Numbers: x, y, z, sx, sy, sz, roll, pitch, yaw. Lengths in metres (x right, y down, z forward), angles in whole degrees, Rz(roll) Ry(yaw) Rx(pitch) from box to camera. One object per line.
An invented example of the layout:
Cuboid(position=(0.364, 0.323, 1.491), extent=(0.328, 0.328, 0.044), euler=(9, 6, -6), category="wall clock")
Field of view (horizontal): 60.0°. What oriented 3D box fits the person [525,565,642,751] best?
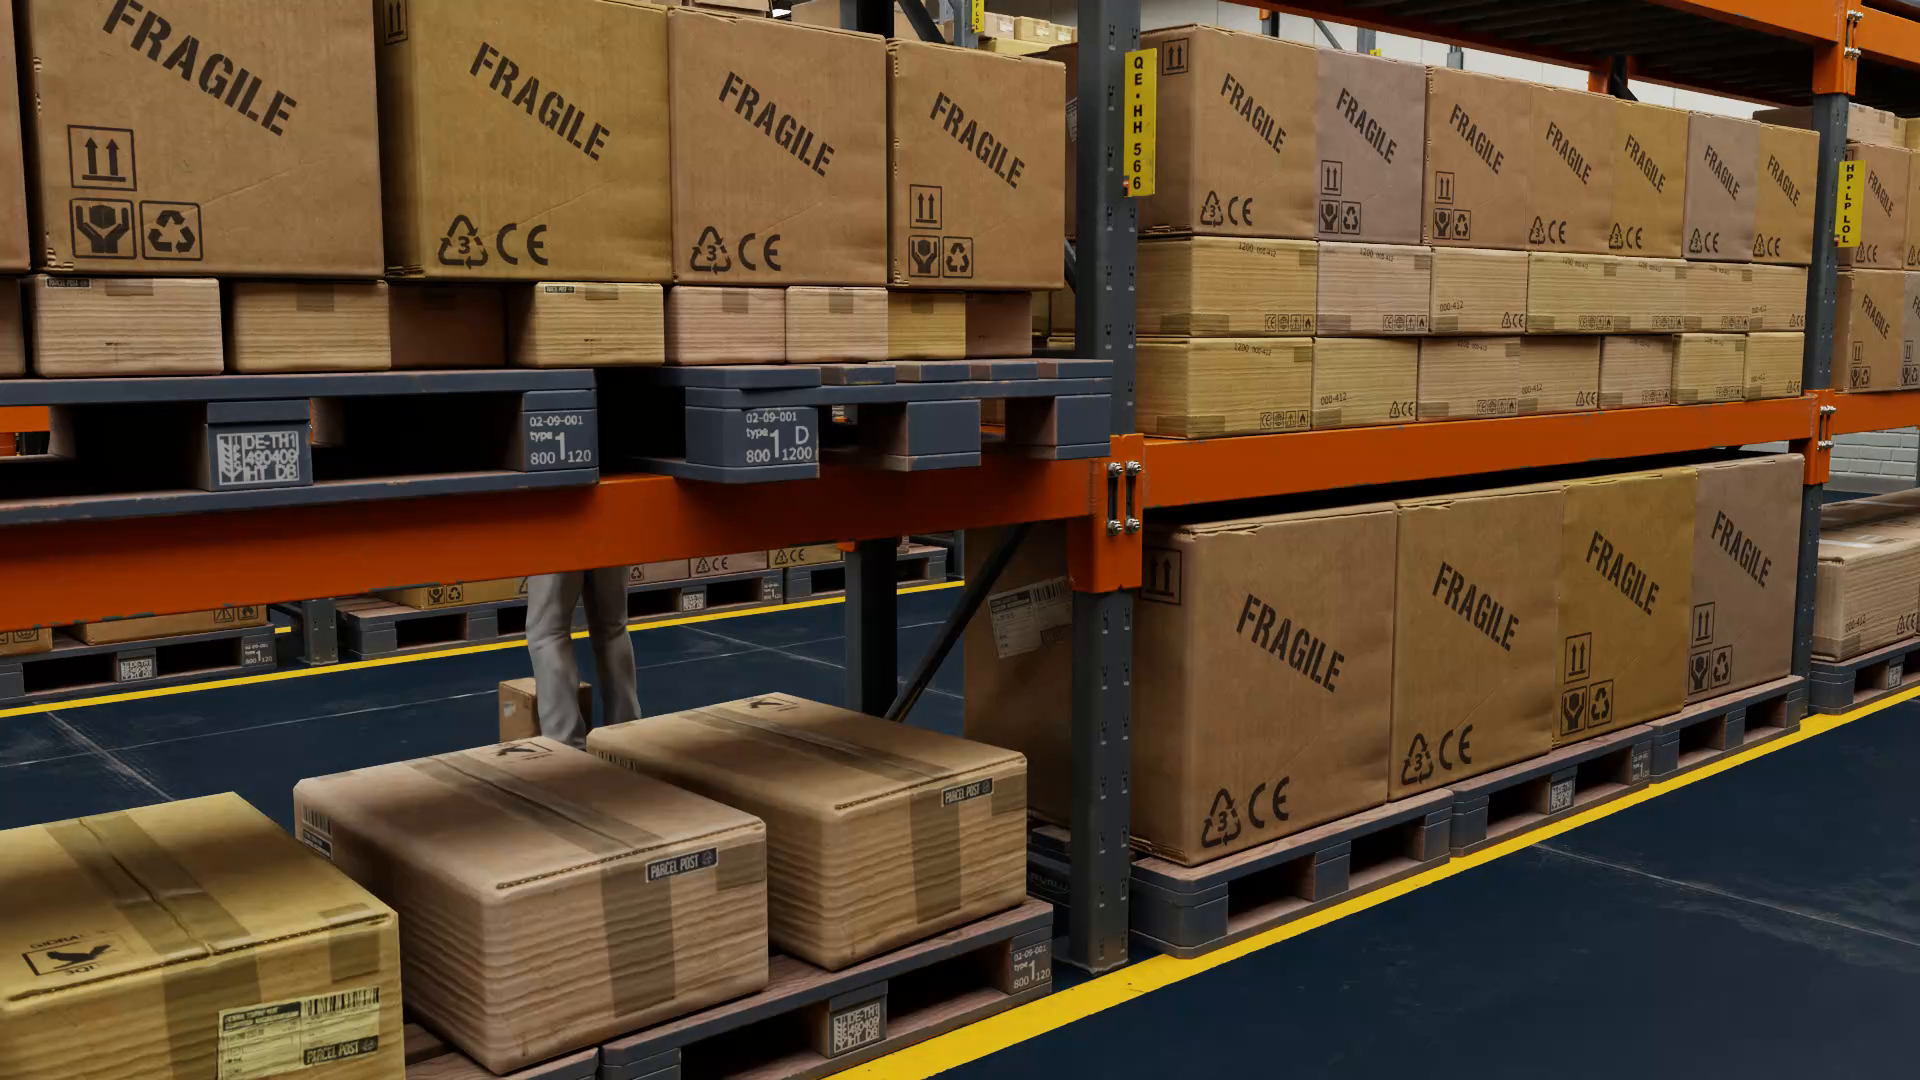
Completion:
Cuboid(position=(-1.370, -0.020, 5.941), extent=(0.488, 1.673, 0.358), euler=(-7, 10, -43), category="person")
